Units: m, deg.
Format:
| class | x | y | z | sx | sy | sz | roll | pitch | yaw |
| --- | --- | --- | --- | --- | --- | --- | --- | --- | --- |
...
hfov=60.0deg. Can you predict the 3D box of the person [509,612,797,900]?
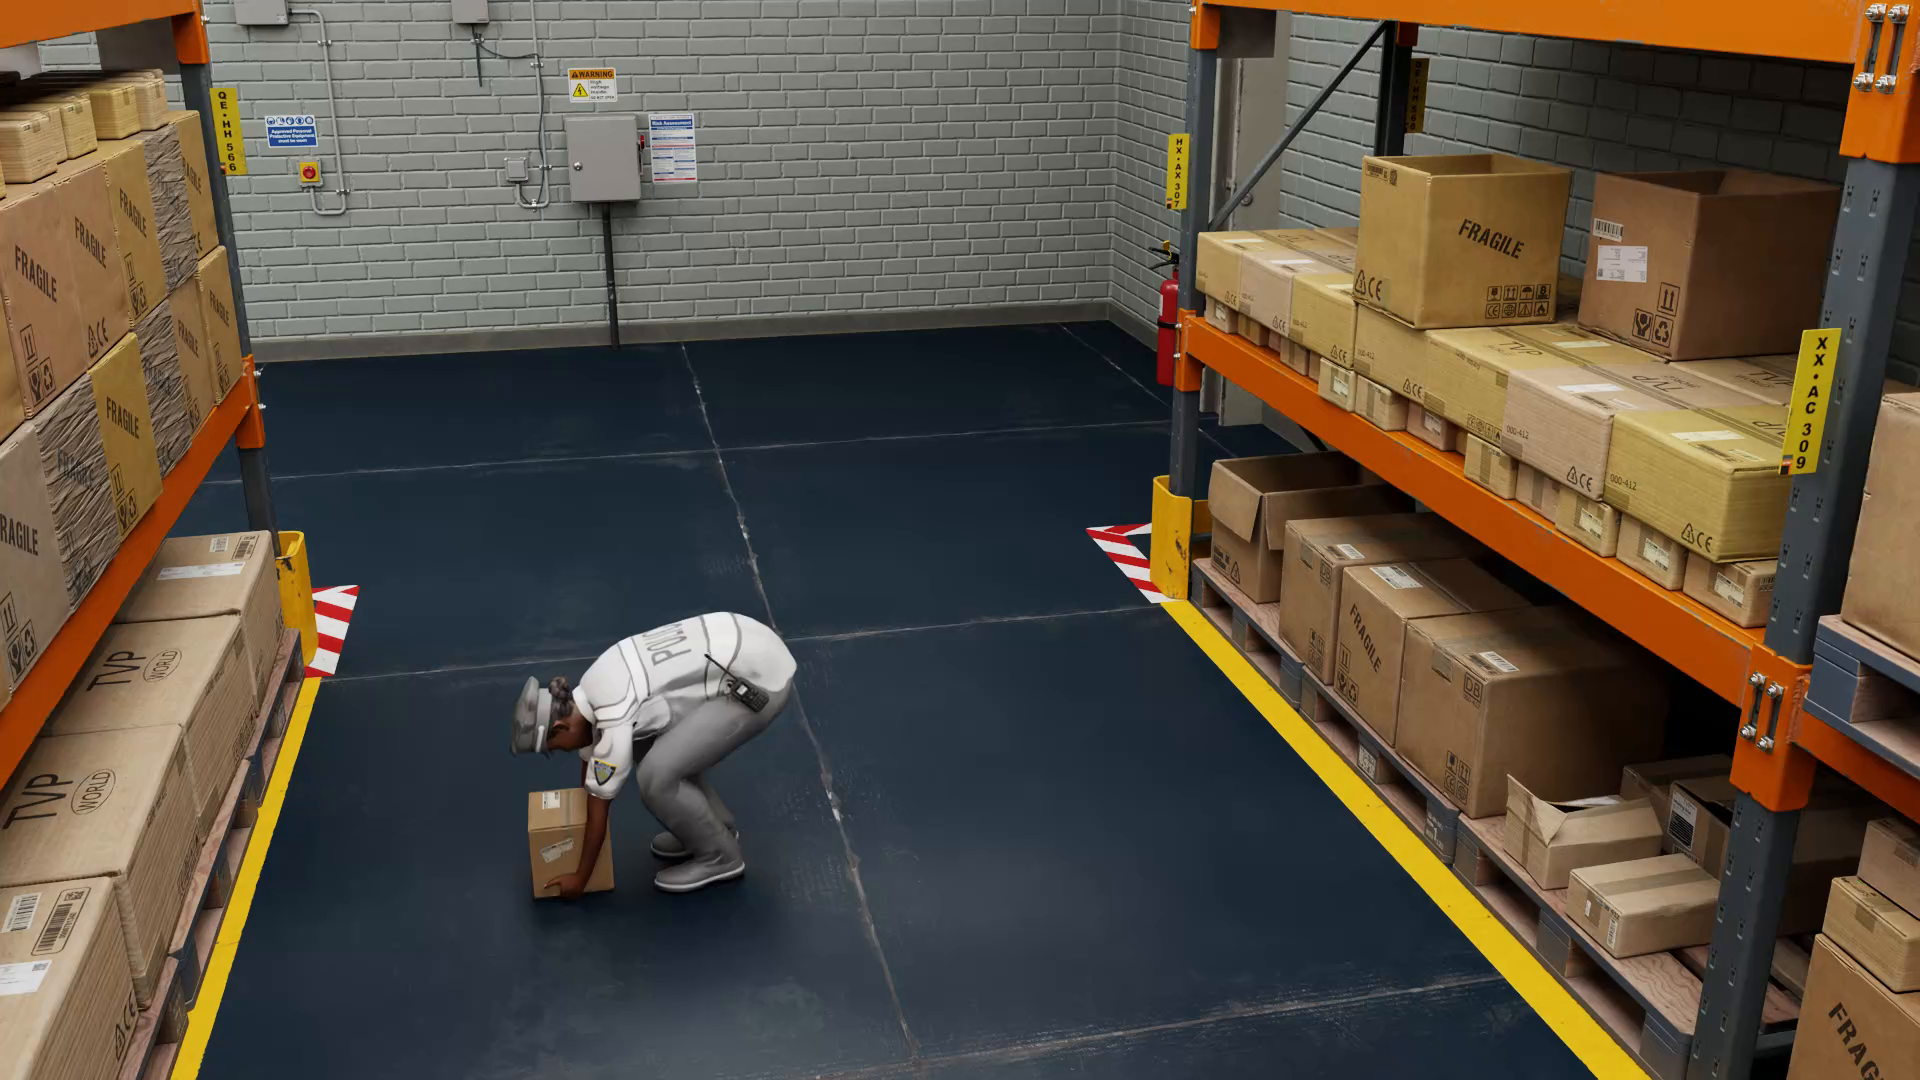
| class | x | y | z | sx | sy | sz | roll | pitch | yaw |
| --- | --- | --- | --- | --- | --- | --- | --- | --- | --- |
| person | -0.974 | 0.690 | 5.351 | 0.909 | 0.858 | 0.450 | -5 | 20 | -15 |
